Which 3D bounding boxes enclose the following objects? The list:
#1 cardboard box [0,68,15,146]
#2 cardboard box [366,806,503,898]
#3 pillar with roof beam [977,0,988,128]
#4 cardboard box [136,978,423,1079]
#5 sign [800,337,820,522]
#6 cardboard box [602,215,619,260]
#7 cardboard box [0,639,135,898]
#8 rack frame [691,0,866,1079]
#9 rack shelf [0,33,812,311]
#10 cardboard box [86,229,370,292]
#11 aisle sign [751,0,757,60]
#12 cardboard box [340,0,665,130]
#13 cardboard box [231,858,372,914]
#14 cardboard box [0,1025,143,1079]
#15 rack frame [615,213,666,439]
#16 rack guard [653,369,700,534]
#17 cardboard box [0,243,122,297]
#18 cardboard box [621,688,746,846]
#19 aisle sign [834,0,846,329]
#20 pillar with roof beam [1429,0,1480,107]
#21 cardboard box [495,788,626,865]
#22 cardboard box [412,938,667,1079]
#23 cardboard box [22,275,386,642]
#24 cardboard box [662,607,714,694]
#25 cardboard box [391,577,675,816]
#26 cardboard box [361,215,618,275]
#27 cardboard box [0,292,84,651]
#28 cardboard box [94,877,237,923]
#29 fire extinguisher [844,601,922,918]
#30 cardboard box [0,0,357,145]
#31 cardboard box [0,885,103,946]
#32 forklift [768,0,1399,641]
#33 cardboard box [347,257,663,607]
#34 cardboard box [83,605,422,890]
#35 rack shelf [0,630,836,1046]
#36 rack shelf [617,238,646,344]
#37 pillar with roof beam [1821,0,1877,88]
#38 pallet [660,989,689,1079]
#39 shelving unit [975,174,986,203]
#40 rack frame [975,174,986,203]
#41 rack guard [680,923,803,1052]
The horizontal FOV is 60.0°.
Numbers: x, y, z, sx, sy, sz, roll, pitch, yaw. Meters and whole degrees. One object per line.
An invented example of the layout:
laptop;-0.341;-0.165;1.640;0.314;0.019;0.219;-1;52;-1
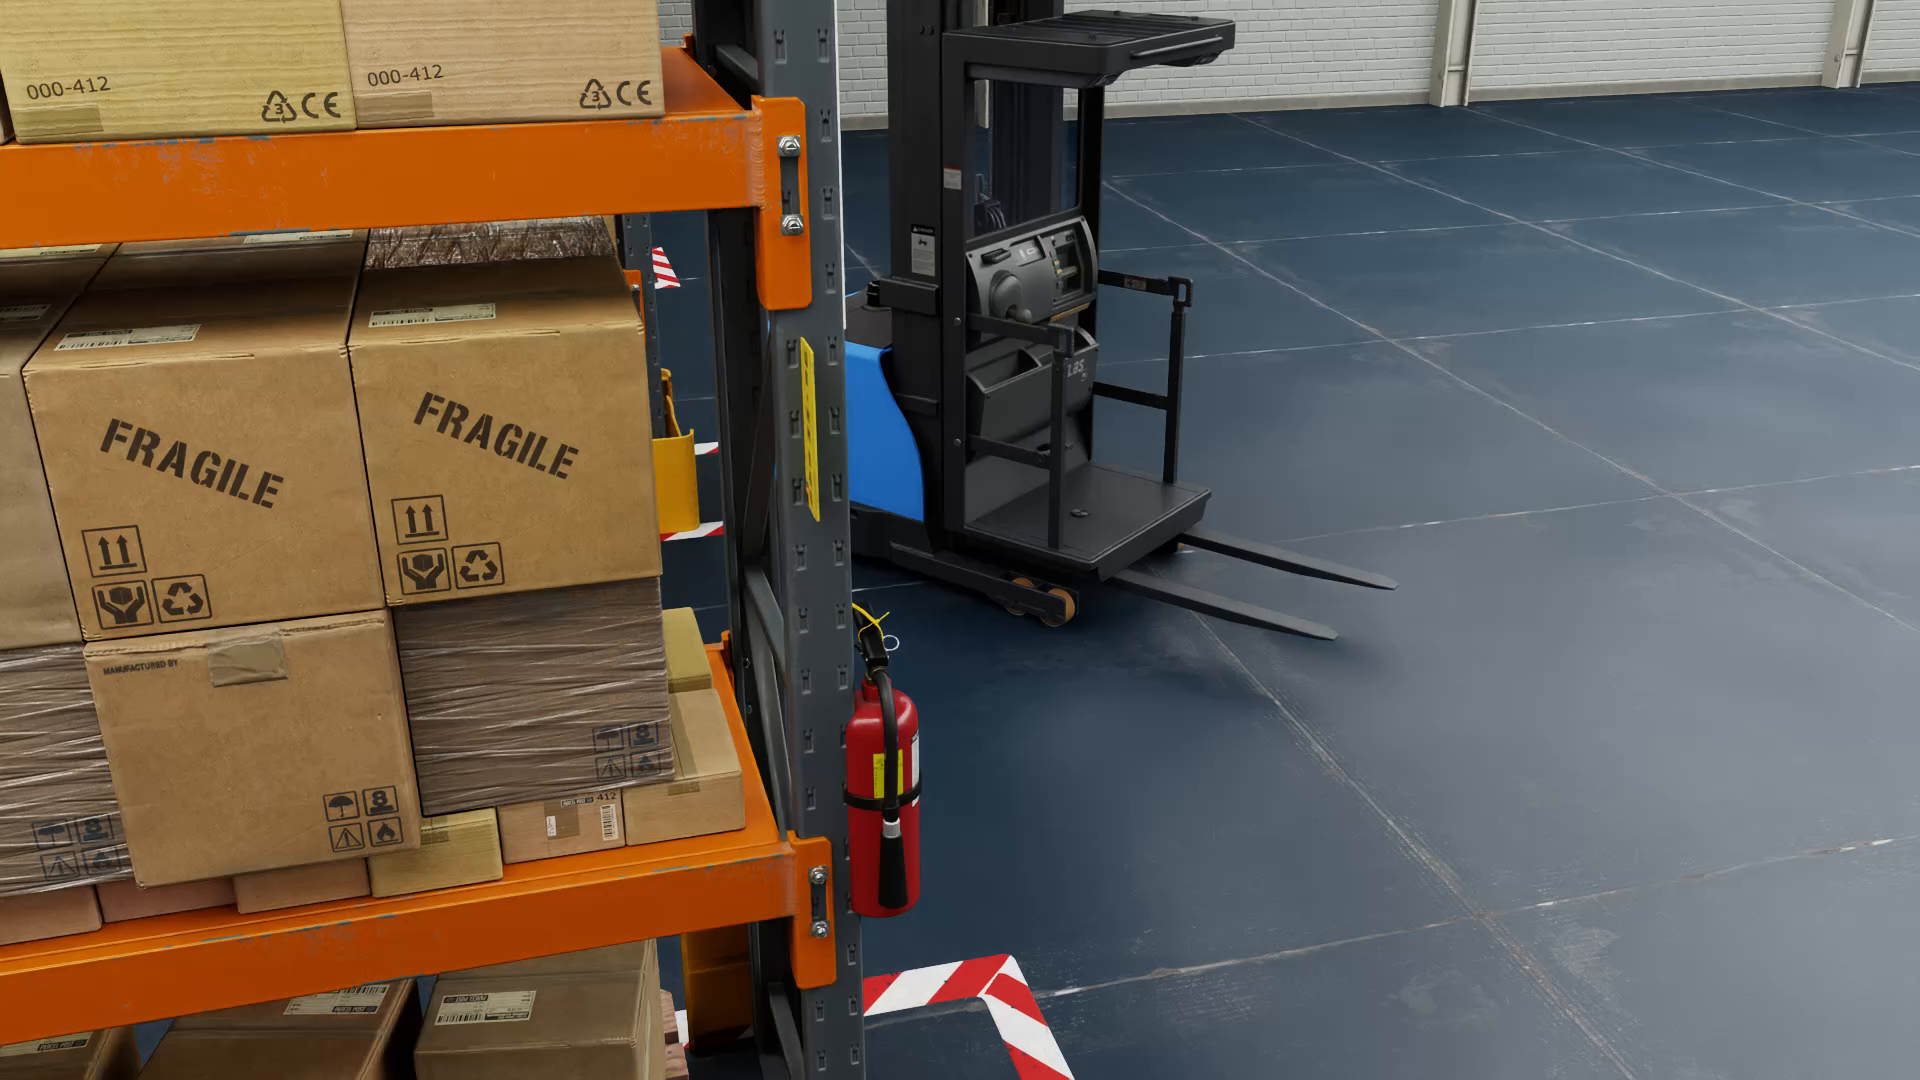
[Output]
cardboard box;-1.776;-0.792;2.679;0.500;0.250;0.500;-6;24;-13
cardboard box;-1.092;0.560;3.458;0.250;0.149;0.380;-6;24;-14
pillar with roof beam;1.599;-7.412;14.113;0.400;9.000;9.100;-6;24;-14
cardboard box;-1.577;1.356;3.923;0.500;0.500;0.500;0;23;0
sign;-0.275;-0.201;3.045;0.005;0.325;0.100;-6;24;-14
cardboard box;-1.993;-1.642;8.083;0.550;0.550;0.875;-6;24;-14
cardboard box;-1.884;0.265;3.325;0.500;0.500;0.875;-6;24;-14
rack frame;-0.405;0.264;3.831;0.127;3.000;1.000;-6;24;-14
rack shelf;-2.331;-0.571;2.885;4.000;0.370;1.077;-6;24;-14
cardboard box;-1.492;-0.373;3.543;0.500;0.500;0.500;-6;24;-14
aisle sign;-0.427;-1.051;3.600;0.004;0.787;0.394;-6;24;-14
cardboard box;-0.801;-0.898;2.925;0.500;0.250;0.500;-6;24;-13
cardboard box;-1.336;0.581;3.410;0.250;0.149;0.380;-6;24;-14
cardboard box;-2.185;1.416;3.784;0.500;0.500;0.500;-4;24;-9
rack frame;-1.648;-1.630;8.245;0.127;3.000;1.000;-6;24;-14
rack guard;-1.625;-0.484;8.744;0.348;0.500;1.175;-6;24;-14
cardboard box;-1.973;-0.319;3.417;0.500;0.500;0.500;-6;24;-14
cardboard box;-0.624;0.488;3.628;0.250;0.149;0.380;-6;24;-14
aisle sign;-0.265;-0.824;3.069;0.004;0.787;0.394;-6;24;-14
pillar with roof beam;7.376;-8.051;15.602;0.400;9.000;9.100;-6;24;-14
cardboard box;-0.865;0.514;3.566;0.250;0.149;0.380;-6;24;-14
cardboard box;-1.011;1.280;4.101;0.500;0.500;0.500;-2;23;-5
cardboard box;-1.348;-0.171;3.071;0.500;0.500;0.500;-6;24;-14
cardboard box;-0.744;0.319;4.021;0.250;0.149;0.380;-6;24;-14
cardboard box;-0.942;0.129;3.641;0.500;0.500;0.875;-6;24;-14
cardboard box;-1.008;-0.423;3.660;0.500;0.500;0.500;-6;24;-14
cardboard box;-1.830;-0.118;2.950;0.500;0.500;0.500;-6;24;-14
cardboard box;-1.588;0.592;3.385;0.250;0.149;0.380;-6;24;-14
fire extinguisher;-0.171;0.462;3.467;0.183;0.674;0.296;-6;24;-14
cardboard box;-1.281;-0.844;2.799;0.500;0.250;0.500;-6;24;-14
cardboard box;-1.823;0.627;3.303;0.250;0.149;0.380;-6;24;-14
forklift;0.499;-1.200;7.330;3.031;2.935;1.130;16;28;33
cardboard box;-0.868;-0.226;3.201;0.500;0.500;0.500;-6;24;-14
cardboard box;-1.391;0.228;3.410;0.500;0.500;0.875;-6;24;-14
rack shelf;-2.331;0.807;3.477;4.000;0.370;1.077;-6;24;-14
rack shelf;-3.573;-1.087;7.890;4.000;0.370;1.077;-6;24;-14
pillar with roof beam;13.153;-8.691;17.092;0.400;9.000;9.100;-6;24;-14
pallet;-1.270;1.626;4.192;1.213;0.211;1.003;-6;24;-14
shelving unit;-0.317;-1.165;9.063;1.048;1.500;0.538;-7;24;-16
rack frame;0.168;-1.224;9.202;0.032;1.500;0.500;-7;24;-16
rack guard;-0.478;1.421;4.305;0.348;0.500;1.175;-6;24;-14
